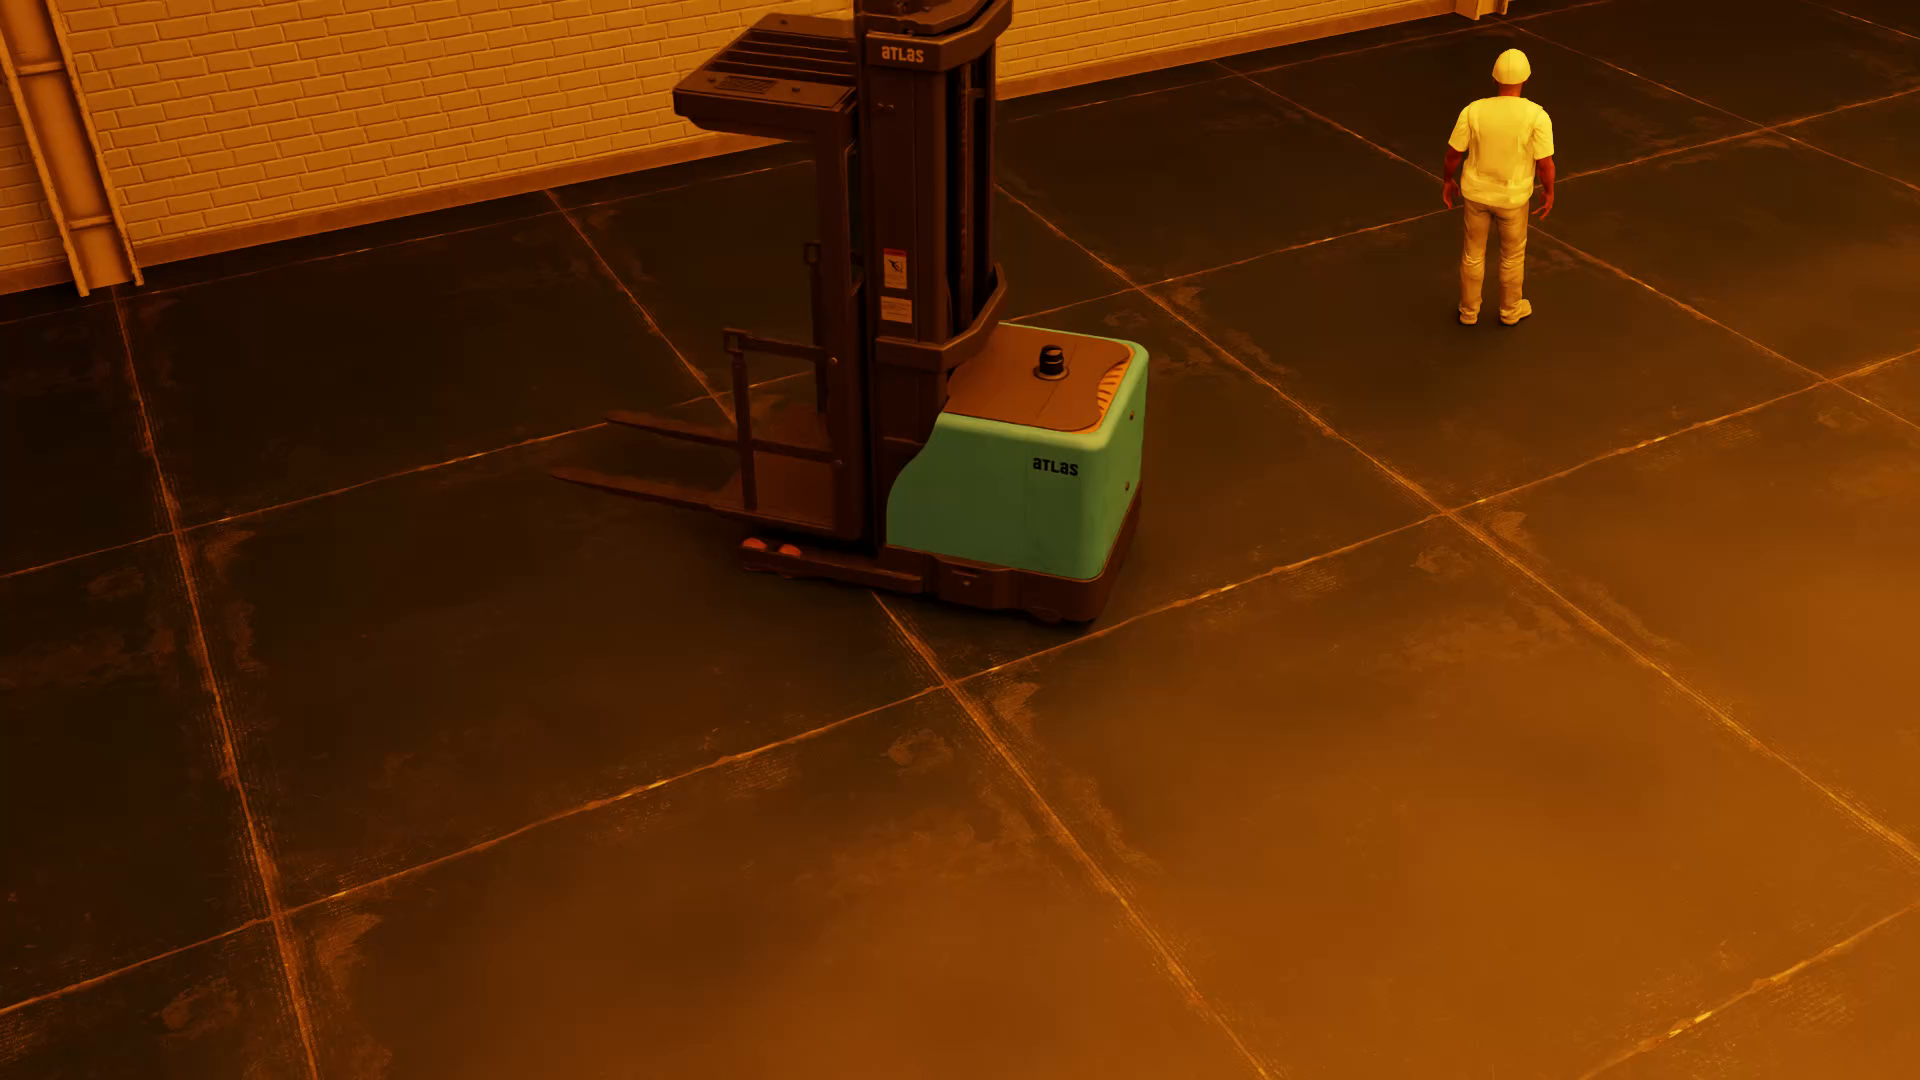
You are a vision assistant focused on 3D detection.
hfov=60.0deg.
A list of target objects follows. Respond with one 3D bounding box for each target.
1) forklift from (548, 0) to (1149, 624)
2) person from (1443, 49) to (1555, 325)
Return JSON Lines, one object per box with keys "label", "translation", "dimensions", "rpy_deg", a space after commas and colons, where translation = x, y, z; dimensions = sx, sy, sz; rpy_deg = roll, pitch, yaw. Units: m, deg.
{"label": "forklift", "translation": [-0.635, -1.284, 7.939], "dimensions": [3.031, 2.935, 1.130], "rpy_deg": [10, 37, 14]}
{"label": "person", "translation": [3.296, -2.152, 10.165], "dimensions": [0.665, 1.767, 0.576], "rpy_deg": [17, 38, 22]}
